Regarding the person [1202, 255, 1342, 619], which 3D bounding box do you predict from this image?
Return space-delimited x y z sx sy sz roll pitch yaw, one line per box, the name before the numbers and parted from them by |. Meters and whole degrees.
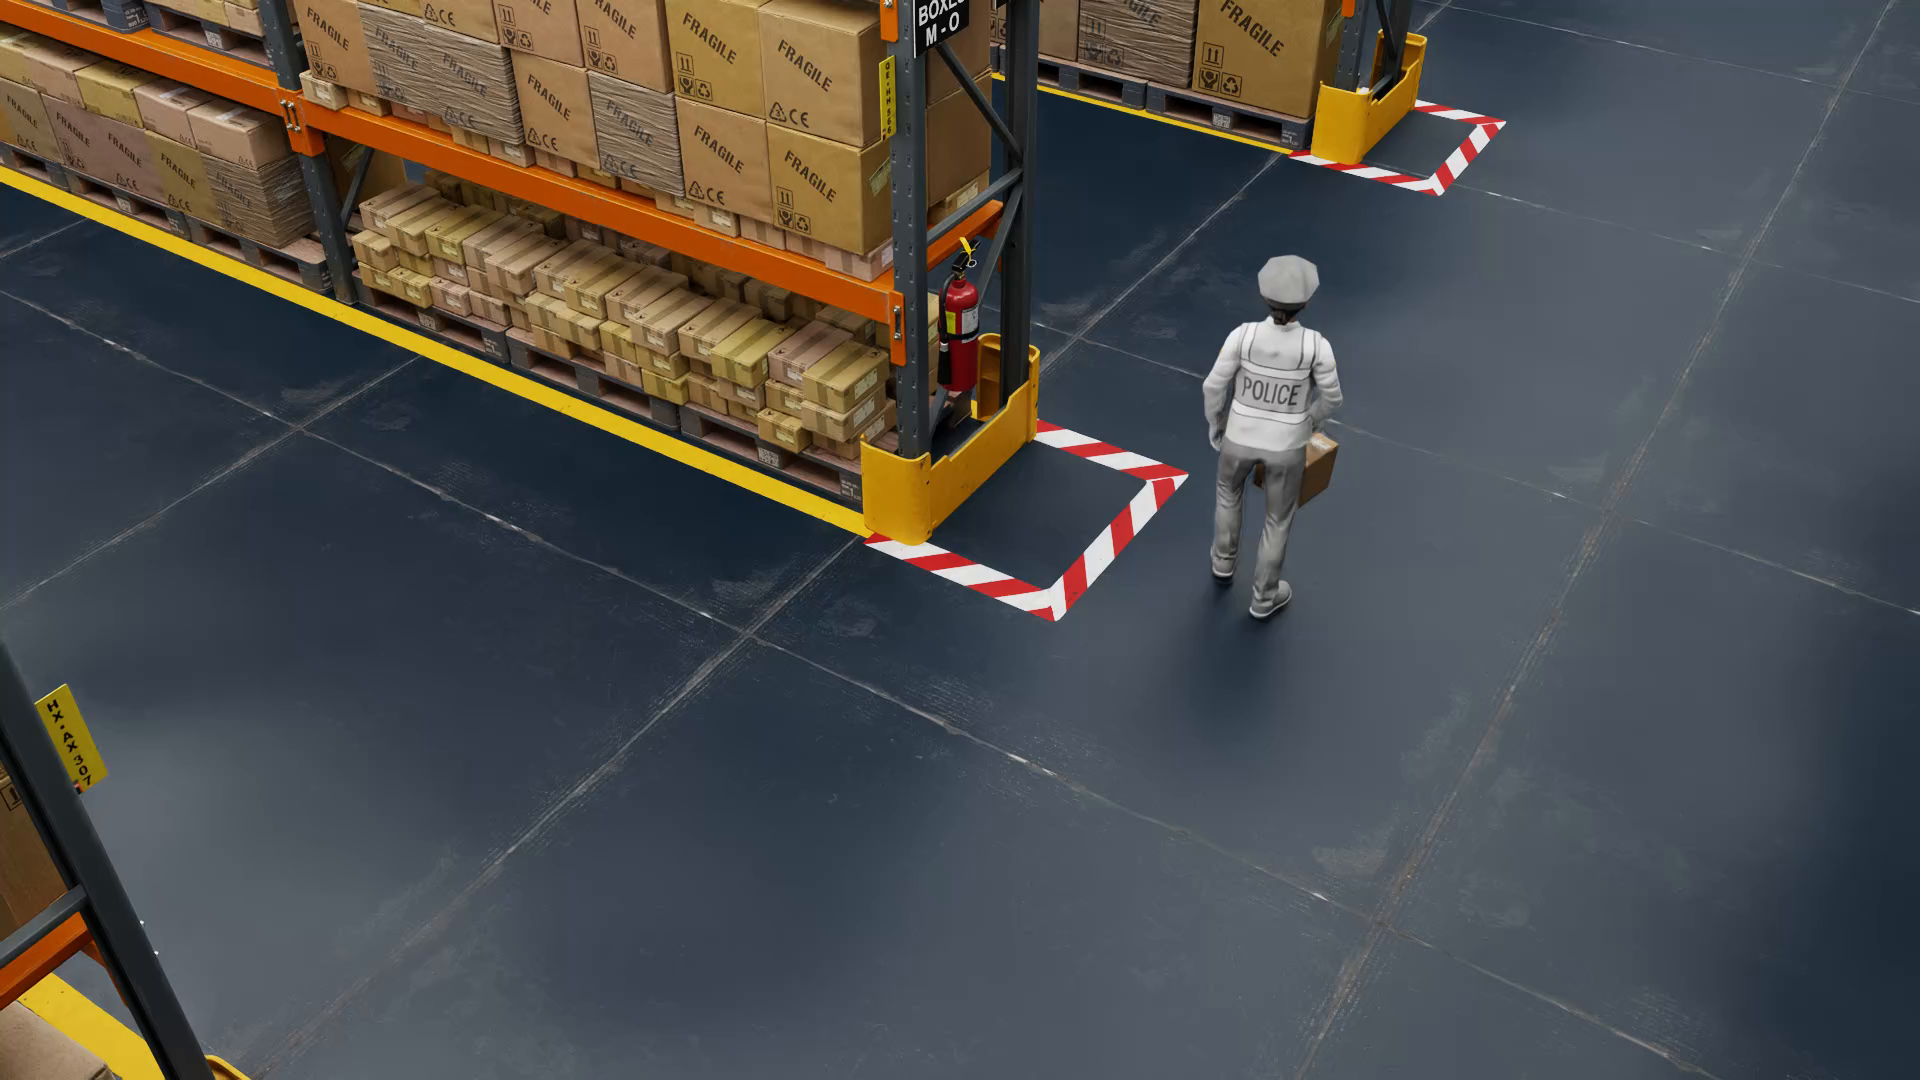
person | 1.335 -0.452 7.235 0.583 1.676 0.496 12 40 15
